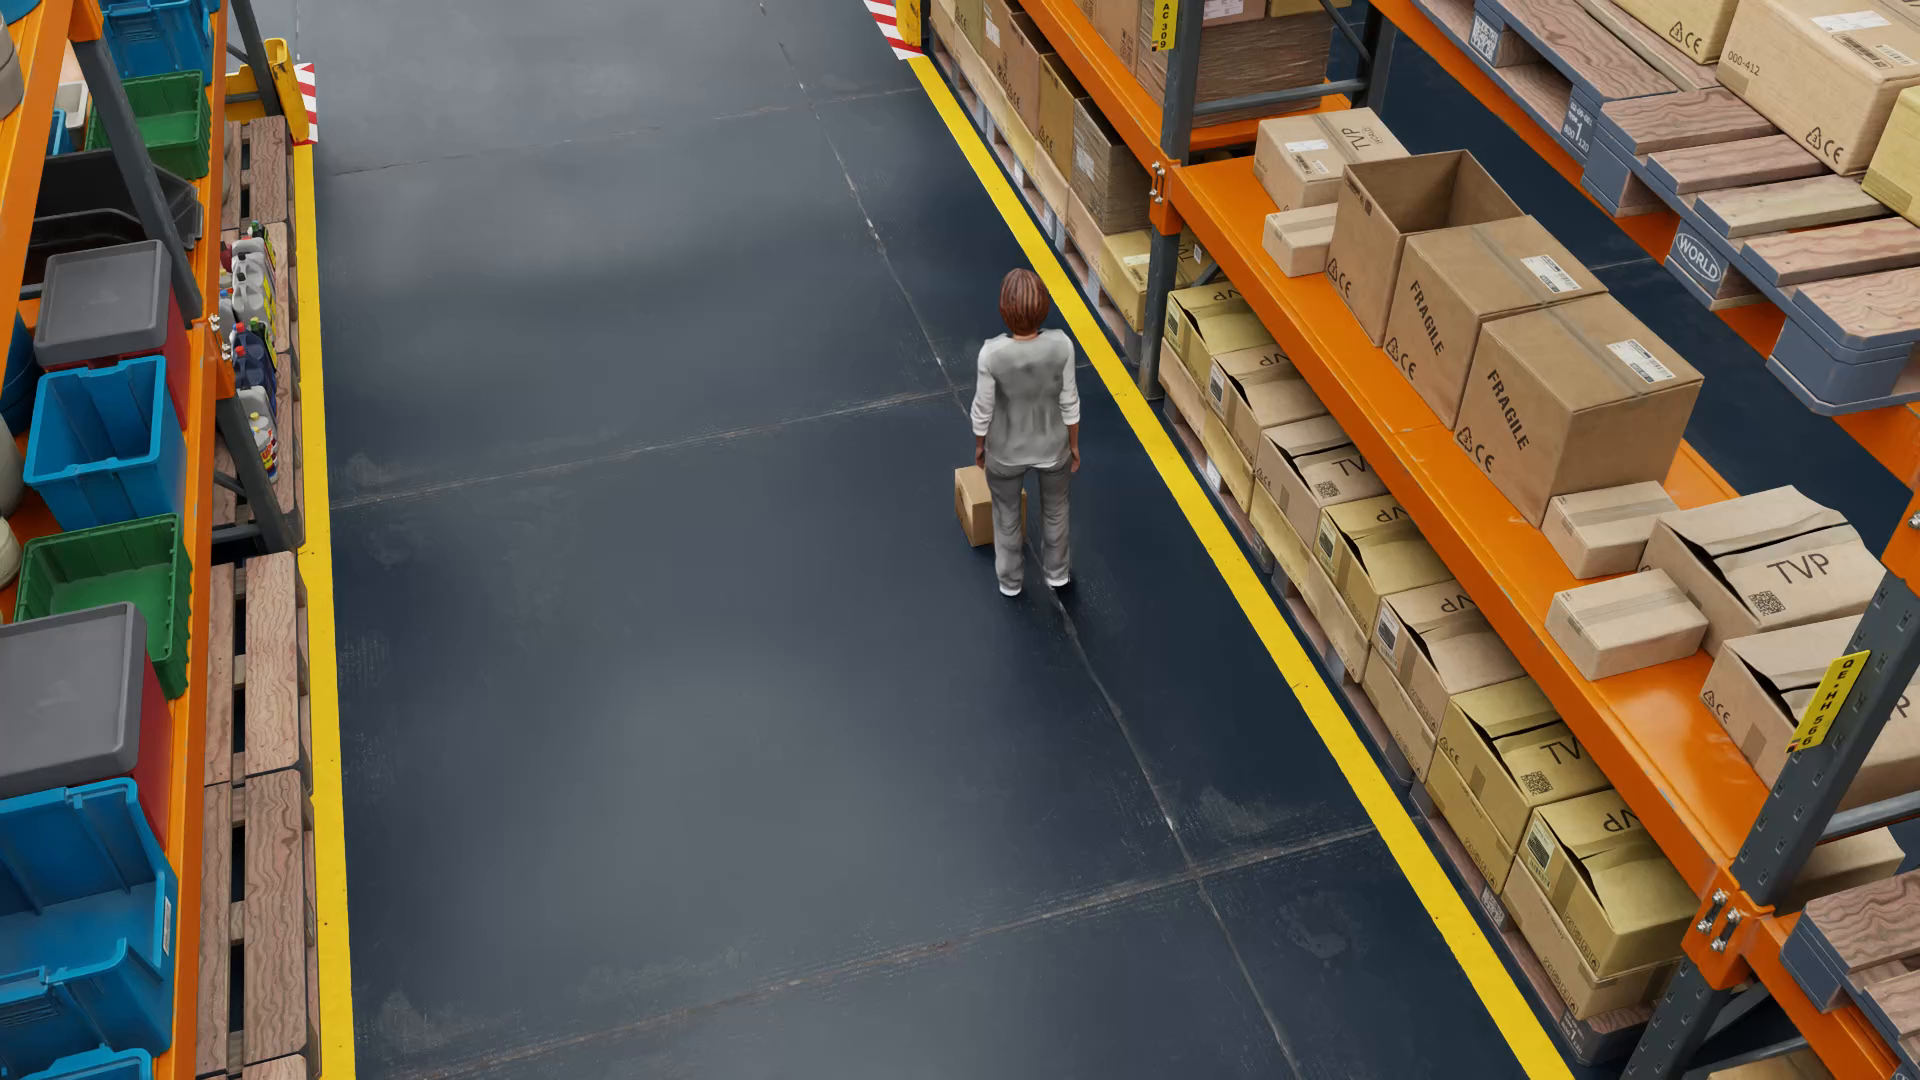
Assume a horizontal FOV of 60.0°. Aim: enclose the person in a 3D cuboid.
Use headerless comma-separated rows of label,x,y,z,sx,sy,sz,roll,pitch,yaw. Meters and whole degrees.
person,0.260,-0.389,6.565,0.461,1.612,0.398,-6,43,-6
